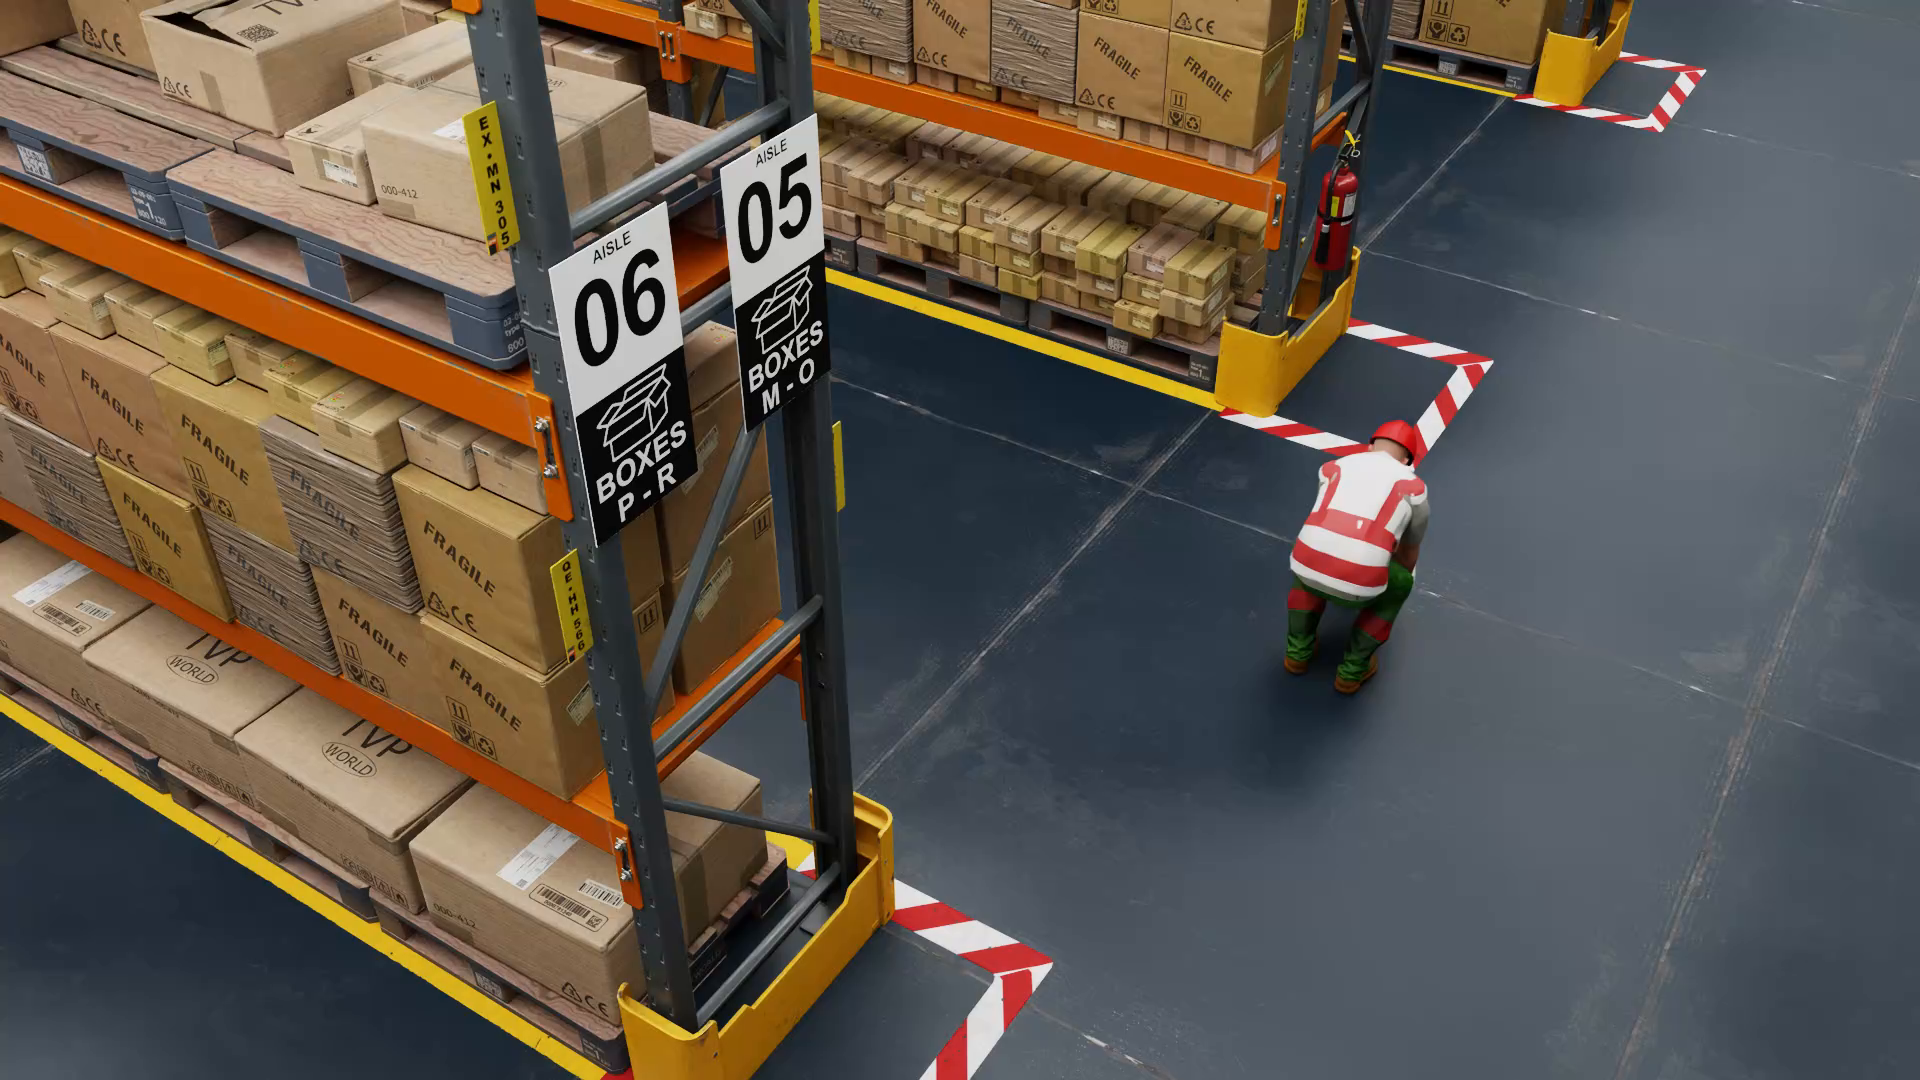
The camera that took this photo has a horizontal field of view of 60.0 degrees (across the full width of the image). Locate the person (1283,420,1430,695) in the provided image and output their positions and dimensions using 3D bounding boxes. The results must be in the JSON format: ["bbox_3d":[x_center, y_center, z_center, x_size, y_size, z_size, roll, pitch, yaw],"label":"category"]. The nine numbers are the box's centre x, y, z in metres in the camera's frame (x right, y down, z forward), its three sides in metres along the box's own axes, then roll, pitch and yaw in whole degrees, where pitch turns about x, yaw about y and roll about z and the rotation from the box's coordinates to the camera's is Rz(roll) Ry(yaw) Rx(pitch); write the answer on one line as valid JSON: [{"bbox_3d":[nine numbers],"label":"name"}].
[{"bbox_3d":[1.715,0.088,7.200,0.535,0.987,0.950,20,42,23],"label":"person"}]
